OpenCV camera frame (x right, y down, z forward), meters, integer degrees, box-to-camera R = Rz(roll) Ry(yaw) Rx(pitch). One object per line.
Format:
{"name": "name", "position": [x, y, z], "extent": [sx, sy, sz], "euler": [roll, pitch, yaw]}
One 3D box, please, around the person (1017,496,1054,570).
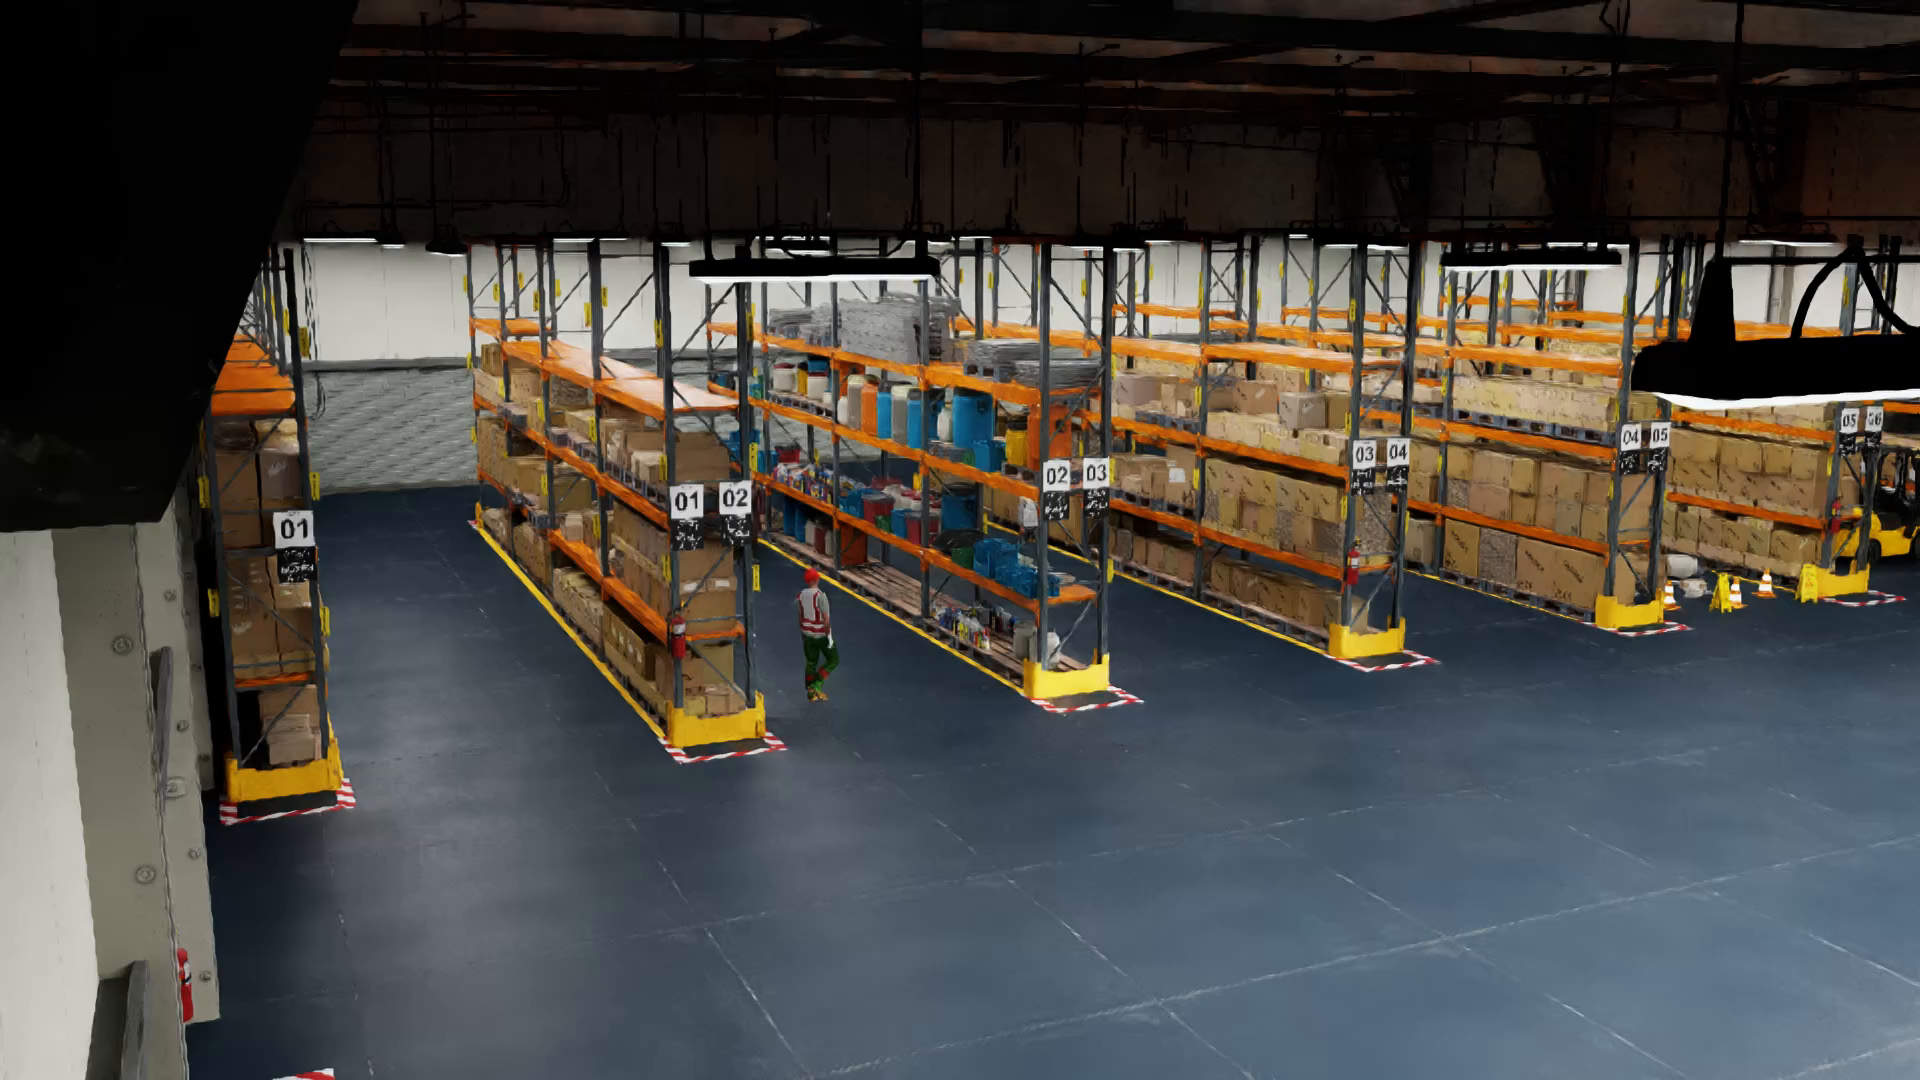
{"name": "person", "position": [1.299, -0.313, 30.225], "extent": [0.543, 1.700, 1.104], "euler": [-4, 12, -22]}

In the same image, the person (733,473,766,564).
{"name": "person", "position": [-3.940, -0.403, 30.685], "extent": [0.729, 1.733, 0.546], "euler": [-5, 12, -25]}

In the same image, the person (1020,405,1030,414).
{"name": "person", "position": [1.833, -2.937, 43.722], "extent": [0.538, 1.614, 1.032], "euler": [-3, 11, -15]}

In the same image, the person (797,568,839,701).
{"name": "person", "position": [-1.912, 1.253, 21.971], "extent": [0.598, 1.786, 0.443], "euler": [9, 14, 38]}
